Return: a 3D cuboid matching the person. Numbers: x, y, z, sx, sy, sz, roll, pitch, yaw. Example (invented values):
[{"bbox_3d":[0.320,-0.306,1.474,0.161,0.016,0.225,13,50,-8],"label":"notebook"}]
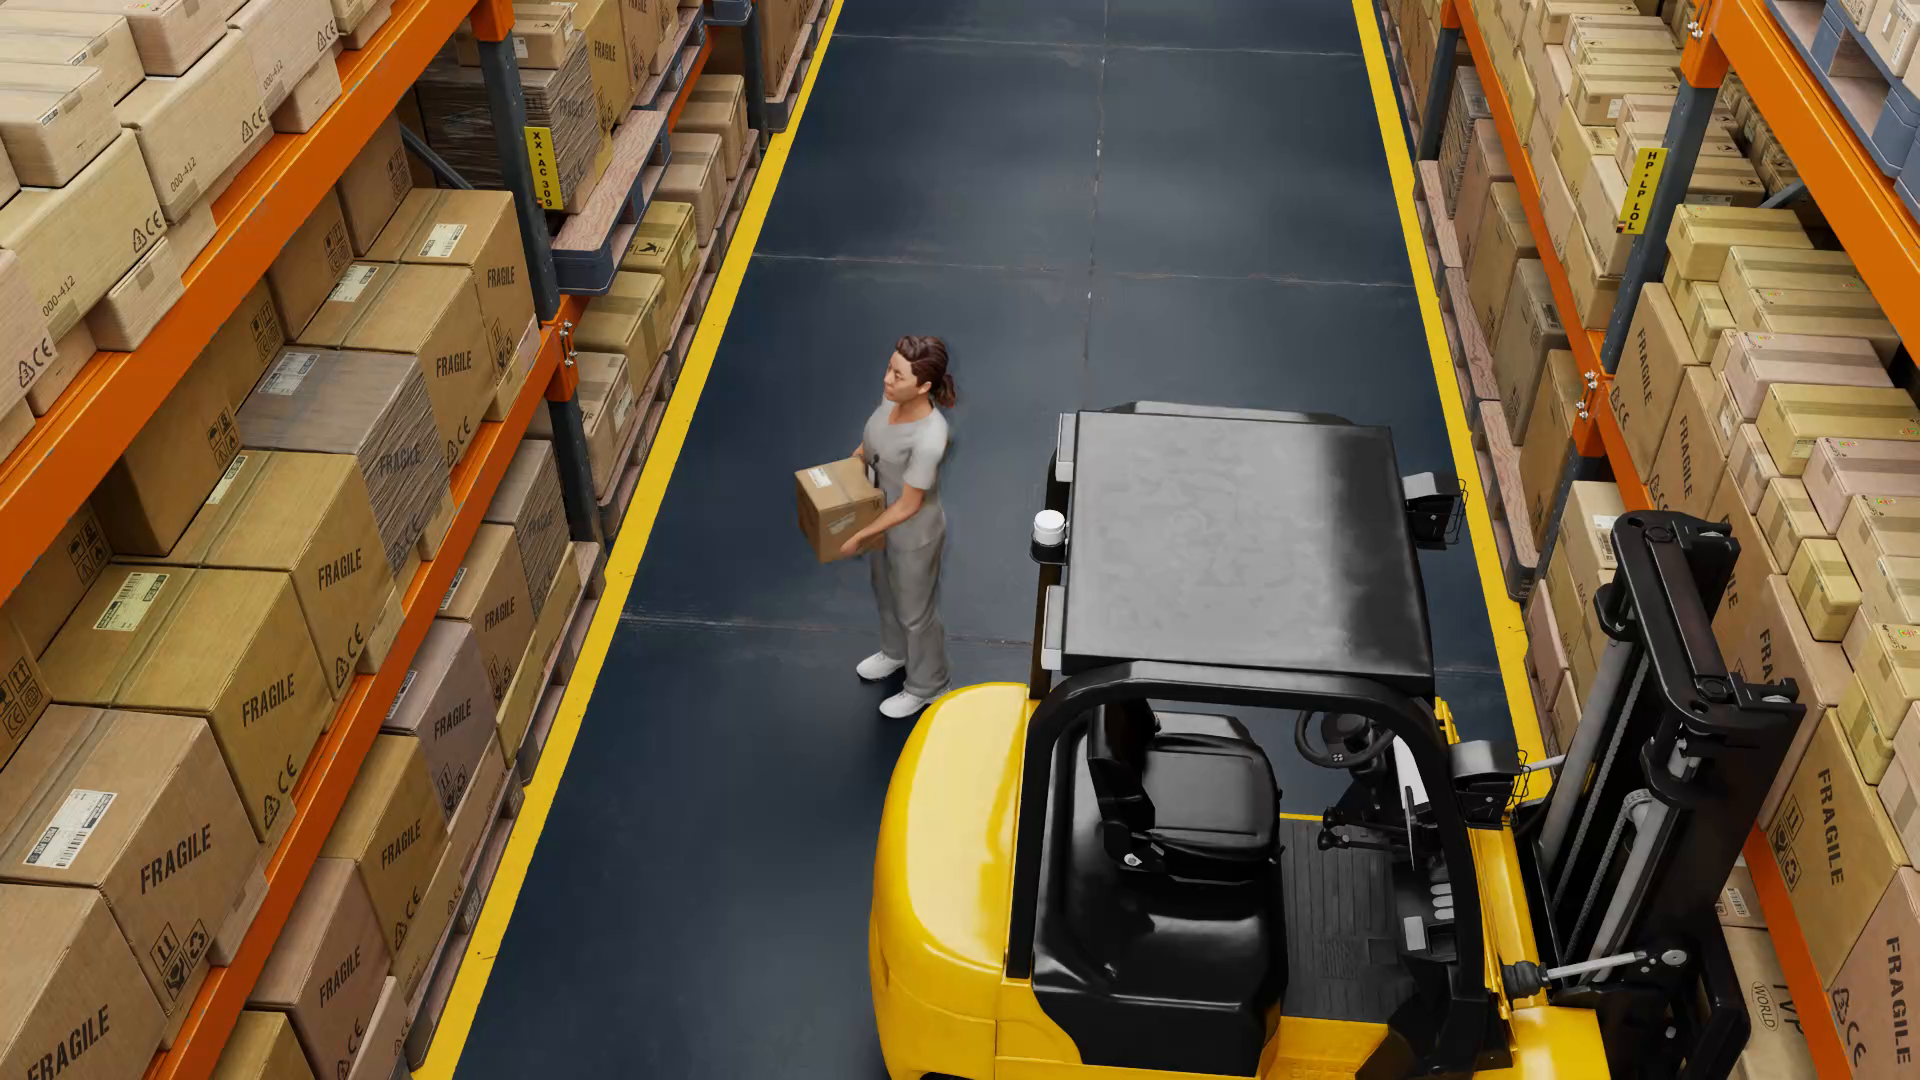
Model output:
[{"bbox_3d":[-0.267,-0.030,6.196,0.548,1.669,0.443,-15,42,-17],"label":"person"}]
